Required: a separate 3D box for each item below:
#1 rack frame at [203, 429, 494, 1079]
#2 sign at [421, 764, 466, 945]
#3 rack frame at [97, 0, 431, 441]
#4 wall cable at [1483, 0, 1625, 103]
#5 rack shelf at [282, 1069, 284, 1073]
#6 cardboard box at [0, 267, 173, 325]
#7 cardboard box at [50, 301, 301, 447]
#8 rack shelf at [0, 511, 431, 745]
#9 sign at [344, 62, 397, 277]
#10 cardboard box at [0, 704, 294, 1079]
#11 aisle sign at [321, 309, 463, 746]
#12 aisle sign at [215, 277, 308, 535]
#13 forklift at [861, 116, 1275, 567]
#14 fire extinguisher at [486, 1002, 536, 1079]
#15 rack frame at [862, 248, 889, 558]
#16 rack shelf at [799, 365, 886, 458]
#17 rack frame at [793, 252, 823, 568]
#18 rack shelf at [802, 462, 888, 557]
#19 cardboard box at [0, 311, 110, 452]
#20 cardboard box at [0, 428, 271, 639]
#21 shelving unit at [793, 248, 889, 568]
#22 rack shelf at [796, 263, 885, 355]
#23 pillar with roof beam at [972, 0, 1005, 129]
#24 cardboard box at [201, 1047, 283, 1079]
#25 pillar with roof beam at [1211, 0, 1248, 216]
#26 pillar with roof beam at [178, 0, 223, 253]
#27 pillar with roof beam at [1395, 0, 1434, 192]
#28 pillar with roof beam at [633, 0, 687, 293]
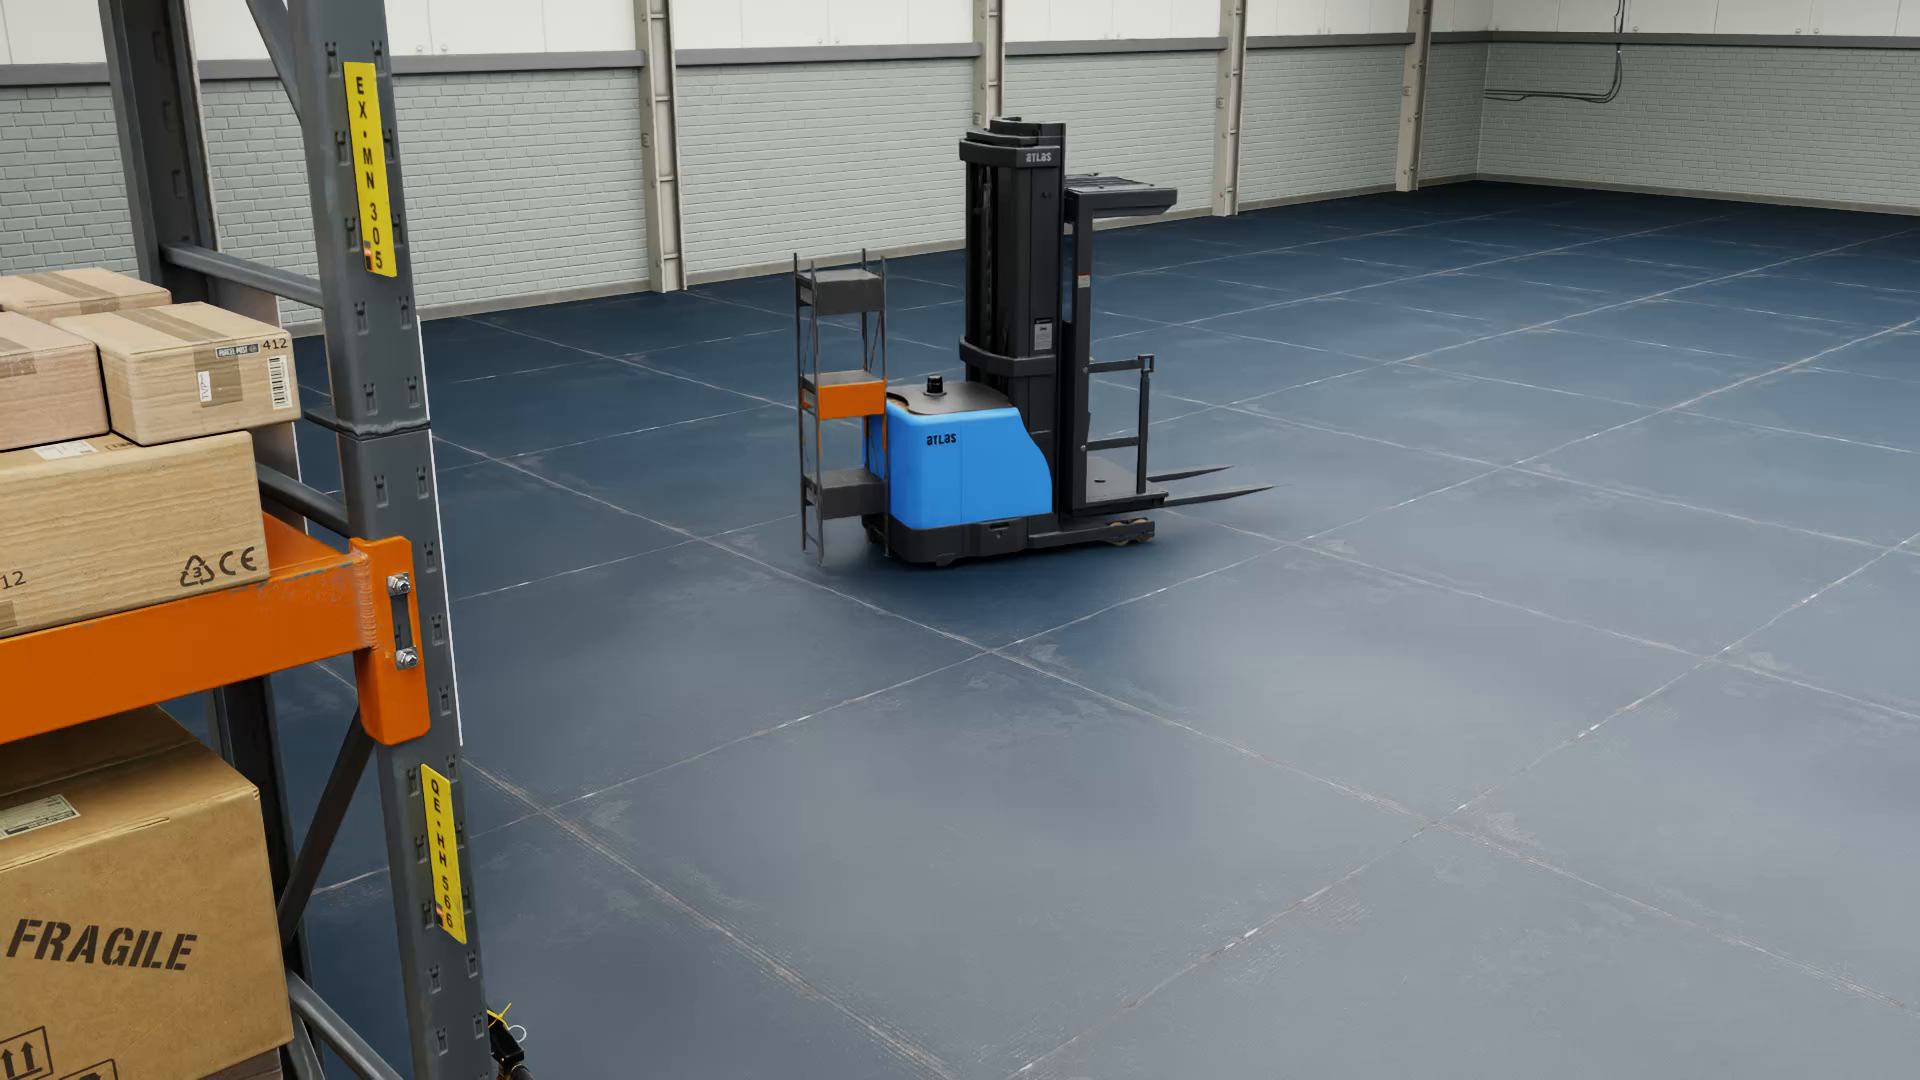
[{"bbox_3d":[-1.294,1.138,3.611,0.127,3.000,1.000,-16,24,-41],"label":"rack frame"},{"bbox_3d":[-0.928,0.565,2.987,0.005,0.325,0.100,-16,24,-41],"label":"sign"},{"bbox_3d":[-1.294,-1.716,2.686,0.127,3.000,1.000,-16,24,-41],"label":"rack frame"},{"bbox_3d":[12.206,-10.310,34.229,0.112,2.526,3.097,-16,24,-41],"label":"wall cable"},{"bbox_3d":[-2.748,1.904,2.415,4.000,0.370,1.077,-16,24,-41],"label":"rack shelf"},{"bbox_3d":[-1.653,-0.401,3.090,0.250,0.149,0.380,-16,24,-41],"label":"cardboard box"},{"bbox_3d":[-1.282,-0.278,2.713,0.250,0.149,0.380,-16,24,-41],"label":"cardboard box"},{"bbox_3d":[-2.748,0.477,1.953,4.000,0.370,1.077,-16,24,-41],"label":"rack shelf"},{"bbox_3d":[-0.928,-0.581,2.615,0.005,0.325,0.100,-16,24,-41],"label":"sign"},{"bbox_3d":[-1.524,0.645,2.866,0.500,0.500,0.500,-16,24,-41],"label":"cardboard box"},{"bbox_3d":[-1.043,-0.045,3.044,0.004,0.787,0.394,-16,24,-41],"label":"aisle sign"},{"bbox_3d":[-1.455,-0.179,3.458,0.004,0.787,0.394,-16,24,-41],"label":"aisle sign"},{"bbox_3d":[0.849,-1.492,11.836,3.031,2.935,1.130,-8,19,-22],"label":"forklift"},{"bbox_3d":[-0.895,1.254,3.380,0.183,0.674,0.296,-16,24,-41],"label":"fire extinguisher"},{"bbox_3d":[-0.580,-0.927,11.440,0.015,2.100,0.400,-8,19,-22],"label":"rack frame"},{"bbox_3d":[-0.804,-0.884,11.351,0.480,0.518,0.431,-8,19,-22],"label":"rack shelf"},{"bbox_3d":[-1.028,-0.867,11.254,0.015,2.100,0.400,-8,19,-22],"label":"rack frame"},{"bbox_3d":[-0.804,-0.218,11.567,0.480,0.518,0.431,-8,19,-22],"label":"rack shelf"},{"bbox_3d":[-1.551,-0.250,2.624,0.380,0.149,0.250,17,25,42],"label":"cardboard box"},{"bbox_3d":[-1.470,-0.058,2.681,0.500,0.250,0.500,-16,24,-40],"label":"cardboard box"},{"bbox_3d":[-0.804,-0.897,11.347,0.503,2.100,0.431,-8,19,-22],"label":"shelving unit"},{"bbox_3d":[-0.804,-1.550,11.136,0.480,0.518,0.431,-8,19,-22],"label":"rack shelf"},{"bbox_3d":[3.396,-7.952,21.921,0.400,9.000,9.100,-16,24,-41],"label":"pillar with roof beam"},{"bbox_3d":[-1.713,1.059,3.210,0.500,0.500,0.875,-16,24,-41],"label":"cardboard box"},{"bbox_3d":[7.755,-9.223,25.842,0.400,9.000,9.100,-16,24,-41],"label":"pillar with roof beam"},{"bbox_3d":[-5.324,-5.409,14.078,0.400,9.000,9.100,-16,24,-41],"label":"pillar with roof beam"},{"bbox_3d":[12.115,-10.495,29.763,0.400,9.000,9.100,-16,24,-41],"label":"pillar with roof beam"},{"bbox_3d":[-0.964,-6.681,17.999,0.400,9.000,9.100,-16,24,-41],"label":"pillar with roof beam"}]
